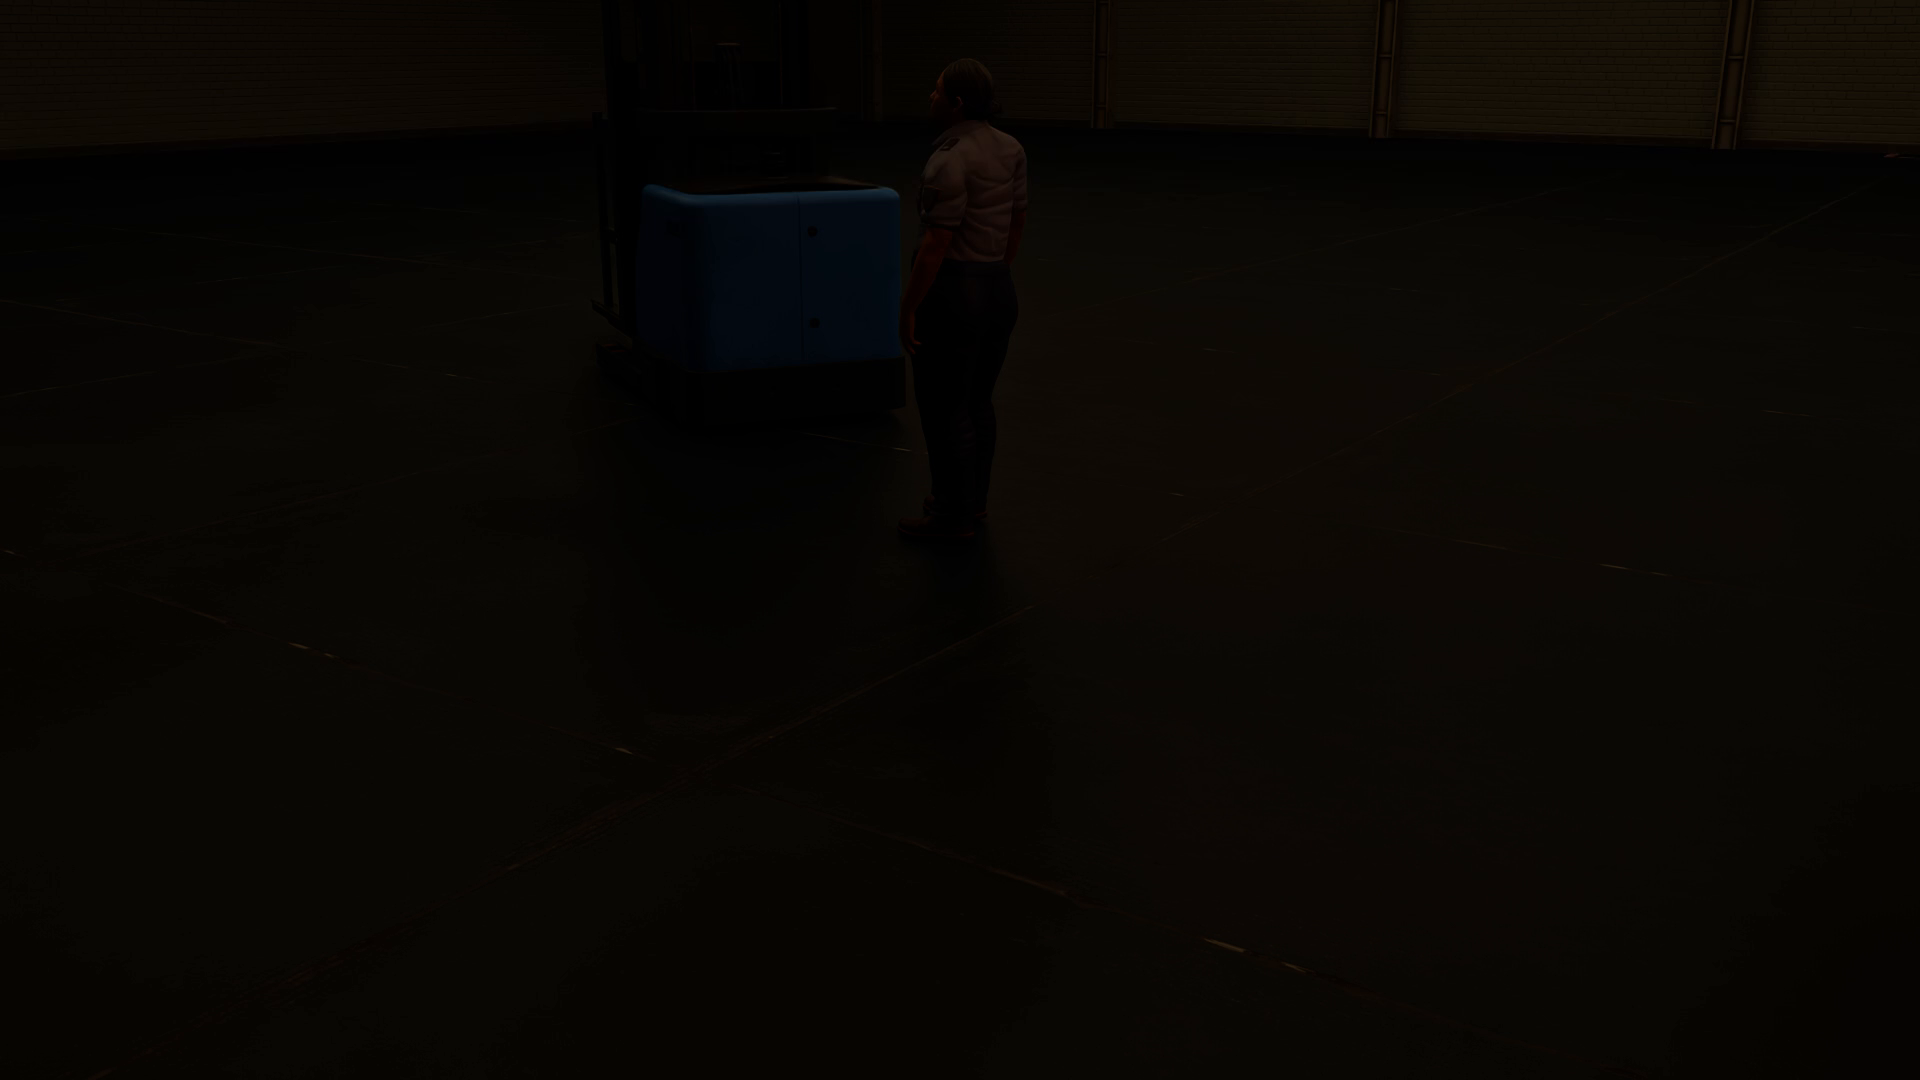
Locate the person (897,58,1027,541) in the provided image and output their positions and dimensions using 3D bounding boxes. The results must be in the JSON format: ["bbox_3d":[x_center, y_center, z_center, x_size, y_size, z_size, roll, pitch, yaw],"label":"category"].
[{"bbox_3d":[-0.061,-0.816,5.777,0.502,1.651,0.598,11,20,33],"label":"person"}]

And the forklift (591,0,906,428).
[{"bbox_3d":[-1.309,-2.290,8.491,1.130,2.935,3.031,-7,18,-23],"label":"forklift"}]
